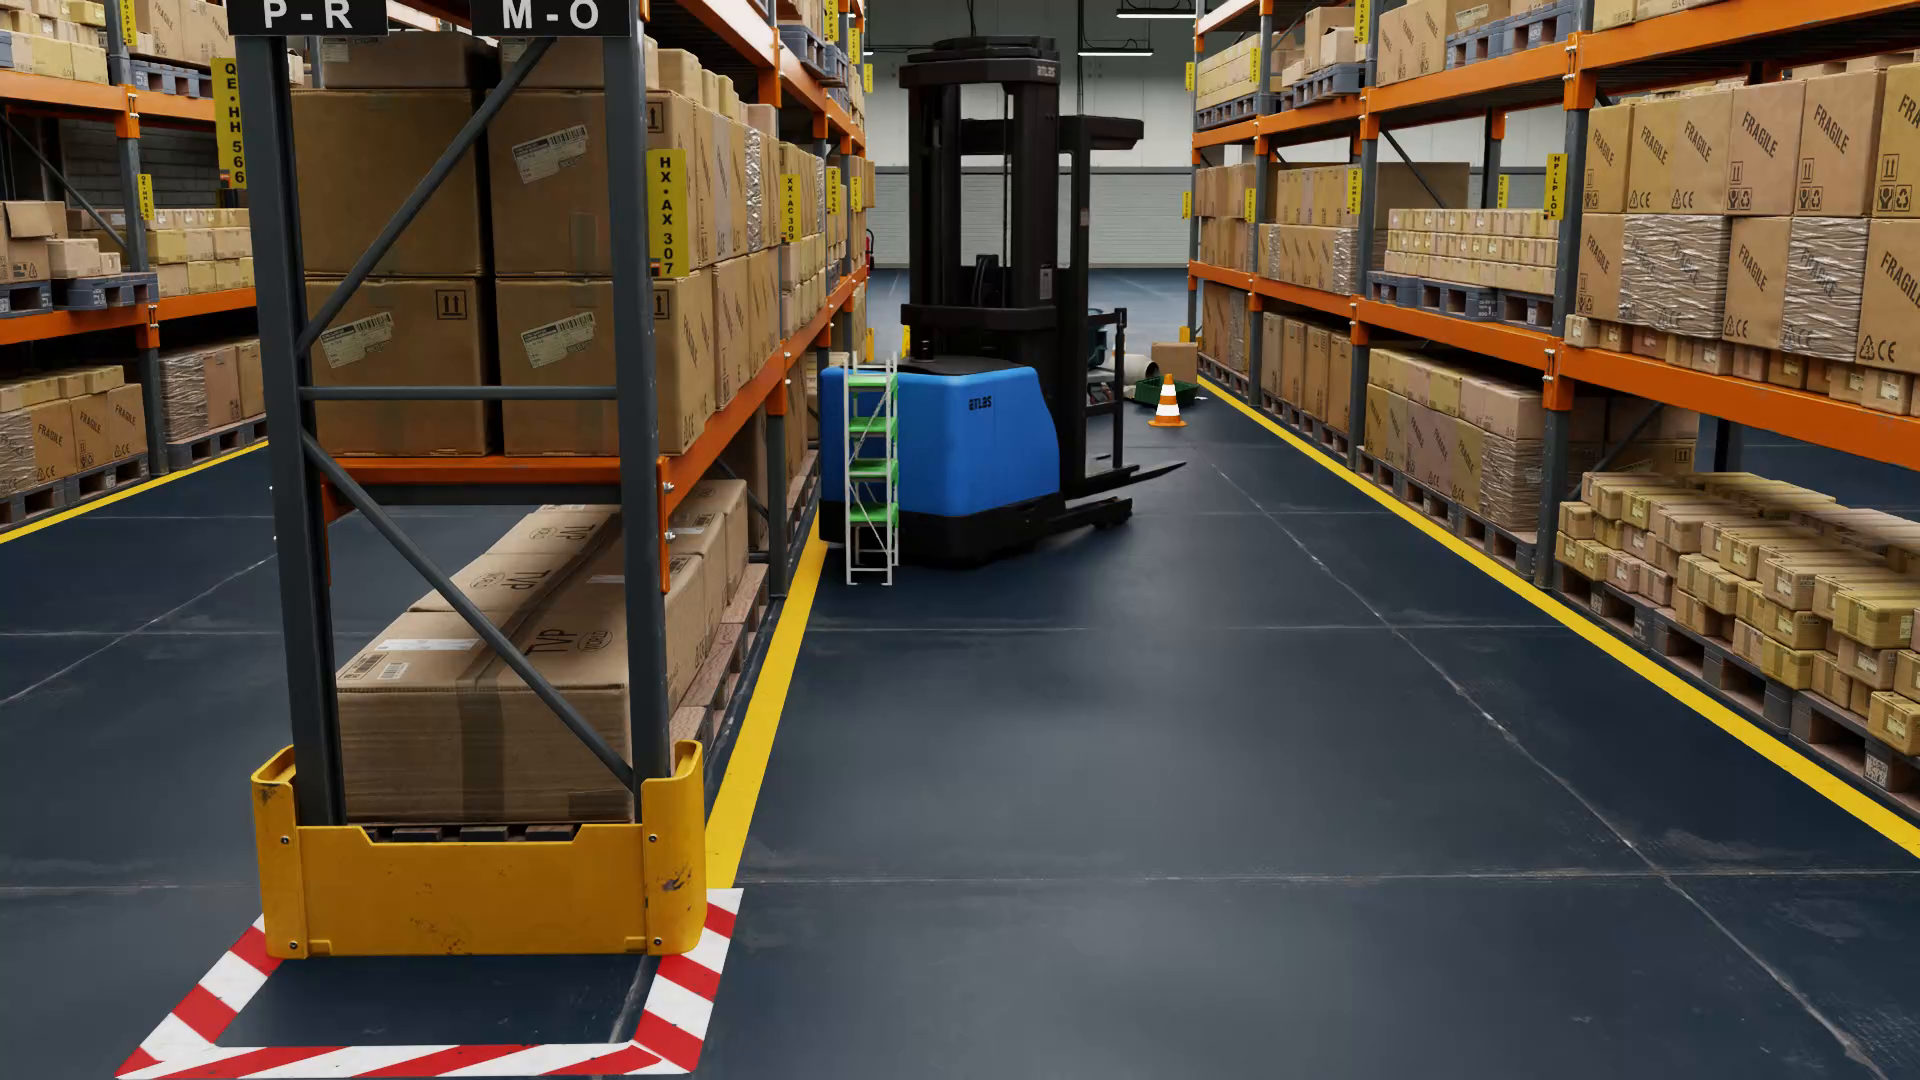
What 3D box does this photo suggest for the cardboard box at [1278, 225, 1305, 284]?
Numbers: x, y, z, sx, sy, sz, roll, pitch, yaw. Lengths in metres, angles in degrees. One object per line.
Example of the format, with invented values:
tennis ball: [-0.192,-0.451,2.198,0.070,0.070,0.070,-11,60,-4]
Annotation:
cardboard box: [3.149,-2.550,14.832,0.500,0.500,0.500,0,11,-1]

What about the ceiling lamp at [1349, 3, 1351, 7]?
ceiling lamp: [11.165,-14.473,44.083,2.000,3.185,0.800,0,11,-1]

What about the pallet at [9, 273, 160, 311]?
pallet: [-6.354,-1.721,11.481,1.213,0.211,1.003,0,11,-1]

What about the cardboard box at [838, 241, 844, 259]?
cardboard box: [-1.234,-2.593,14.872,0.380,0.149,0.250,0,11,-1]

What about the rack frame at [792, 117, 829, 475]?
rack frame: [-1.475,-1.971,12.228,1.000,3.000,0.127,0,11,-1]

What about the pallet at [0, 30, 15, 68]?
pallet: [-6.323,-2.868,9.582,1.213,0.211,1.003,0,11,-1]

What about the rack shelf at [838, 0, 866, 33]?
rack shelf: [-1.599,-5.749,17.583,1.077,0.370,4.000,0,11,-1]

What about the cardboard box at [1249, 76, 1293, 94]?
cardboard box: [3.062,-4.479,16.373,0.380,0.149,0.250,0,11,-1]

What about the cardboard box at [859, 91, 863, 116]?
cardboard box: [-1.336,-4.800,18.257,0.500,0.250,0.500,0,11,0]

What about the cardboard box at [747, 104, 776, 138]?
cardboard box: [-1.068,-1.973,7.840,0.380,0.149,0.250,0,11,-2]

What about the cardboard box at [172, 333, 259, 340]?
cardboard box: [-6.490,-1.529,14.966,0.875,0.625,0.625,0,11,-2]

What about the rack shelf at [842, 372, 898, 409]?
rack shelf: [-0.476,-0.805,8.916,0.258,0.148,0.480,0,11,2]

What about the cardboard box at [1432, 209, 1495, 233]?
cardboard box: [3.308,-2.084,10.867,0.380,0.149,0.250,0,11,1]

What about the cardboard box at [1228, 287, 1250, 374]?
cardboard box: [3.423,-2.275,18.017,0.875,0.875,0.875,0,11,-1]

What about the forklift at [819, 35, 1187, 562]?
forklift: [0.440,-1.556,10.359,1.130,2.935,3.031,8,14,35]

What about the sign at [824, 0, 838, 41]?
sign: [-0.920,-3.734,11.874,0.100,0.325,0.005,0,11,-1]

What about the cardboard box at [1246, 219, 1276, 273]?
cardboard box: [3.369,-2.953,16.693,0.875,0.550,0.550,0,11,-1]

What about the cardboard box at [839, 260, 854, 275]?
cardboard box: [-1.244,-2.707,16.488,0.380,0.149,0.250,0,11,-1]

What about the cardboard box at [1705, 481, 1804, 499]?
cardboard box: [3.867,-0.196,8.098,0.380,0.149,0.250,0,11,0]

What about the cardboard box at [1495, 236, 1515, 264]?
cardboard box: [3.329,-1.679,9.617,0.380,0.149,0.250,-1,11,-3]

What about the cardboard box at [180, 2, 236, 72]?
cardboard box: [-6.230,-4.071,13.476,0.500,0.500,0.500,0,11,0]

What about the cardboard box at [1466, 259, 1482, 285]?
cardboard box: [3.318,-1.636,10.153,0.380,0.149,0.250,0,11,1]

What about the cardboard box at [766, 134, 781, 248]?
cardboard box: [-1.107,-1.622,7.743,0.500,0.500,0.500,0,11,-2]

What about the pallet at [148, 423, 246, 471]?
pallet: [-6.416,-0.747,13.209,1.003,0.211,1.213,0,11,-1]

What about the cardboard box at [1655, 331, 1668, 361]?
cardboard box: [3.370,-0.877,7.471,0.380,0.149,0.250,-1,11,-4]

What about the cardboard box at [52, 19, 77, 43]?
cardboard box: [-6.204,-3.420,11.204,0.380,0.149,0.250,-1,11,-2]

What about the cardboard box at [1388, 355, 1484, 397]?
cardboard box: [3.254,-1.121,11.383,0.500,0.250,0.500,0,11,-2]

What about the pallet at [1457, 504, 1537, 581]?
pallet: [3.537,-0.004,9.549,1.003,0.211,1.213,0,11,-1]

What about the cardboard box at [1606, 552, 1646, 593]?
cardboard box: [3.303,0.151,7.884,0.380,0.149,0.250,0,11,-1]

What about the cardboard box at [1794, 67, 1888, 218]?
cardboard box: [3.348,-1.400,5.899,0.500,0.500,0.500,0,11,2]

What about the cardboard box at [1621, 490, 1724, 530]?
cardboard box: [3.355,-0.142,7.831,0.380,0.149,0.250,0,11,-2]

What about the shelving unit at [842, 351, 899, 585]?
shelving unit: [-0.476,-0.397,8.999,0.258,1.200,0.503,0,11,2]

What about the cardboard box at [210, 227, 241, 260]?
cardboard box: [-6.205,-2.414,13.533,0.500,0.250,0.500,-1,11,-3]

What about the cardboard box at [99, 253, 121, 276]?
cardboard box: [-6.041,-1.903,11.472,0.380,0.149,0.250,0,11,0]

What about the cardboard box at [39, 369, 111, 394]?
cardboard box: [-6.138,-1.097,11.521,0.380,0.149,0.250,-1,11,-4]

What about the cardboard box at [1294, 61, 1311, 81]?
cardboard box: [3.158,-4.128,14.644,0.380,0.149,0.250,0,11,-1]

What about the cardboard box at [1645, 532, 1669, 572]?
cardboard box: [3.380,0.055,7.610,0.380,0.149,0.250,-1,11,-4]

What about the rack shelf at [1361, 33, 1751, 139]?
rack shelf: [3.513,-2.731,10.241,1.077,0.370,4.000,0,11,-1]

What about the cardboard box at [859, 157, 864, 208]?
cardboard box: [-1.339,-3.641,16.945,0.700,0.500,0.500,0,11,-1]

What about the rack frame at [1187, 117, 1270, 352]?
rack frame: [3.306,-3.601,20.266,1.000,3.000,0.127,0,11,-1]

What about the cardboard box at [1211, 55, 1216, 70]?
cardboard box: [3.015,-5.324,18.532,0.380,0.149,0.250,0,11,-2]

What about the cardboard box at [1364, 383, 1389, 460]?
cardboard box: [3.231,-0.850,11.936,0.500,0.500,0.500,-1,11,-4]

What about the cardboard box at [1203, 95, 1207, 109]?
cardboard box: [3.003,-5.033,19.104,0.380,0.149,0.250,0,11,-1]

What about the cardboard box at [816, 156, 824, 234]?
cardboard box: [-1.184,-2.306,11.115,0.500,0.500,0.500,0,11,0]

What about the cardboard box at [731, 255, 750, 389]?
cardboard box: [-1.091,-0.827,6.340,0.500,0.500,0.500,0,11,1]

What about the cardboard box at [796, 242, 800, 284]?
cardboard box: [-1.159,-1.539,9.222,0.500,0.250,0.500,0,11,0]

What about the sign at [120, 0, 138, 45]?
sign: [-5.895,-3.675,11.784,0.100,0.325,0.005,0,11,-1]

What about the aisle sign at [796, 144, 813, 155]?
aisle sign: [-1.952,-4.846,19.863,0.394,0.787,0.004,0,11,-1]

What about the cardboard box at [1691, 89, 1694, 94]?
cardboard box: [8.104,-4.778,17.895,0.380,0.149,0.250,-1,11,-3]

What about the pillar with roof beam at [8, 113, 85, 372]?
pillar with roof beam: [-3.062,-5.163,12.874,9.100,9.000,0.400,0,11,-1]

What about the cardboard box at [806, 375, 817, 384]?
cardboard box: [-1.500,-1.148,13.725,0.950,0.372,0.625,0,11,-2]

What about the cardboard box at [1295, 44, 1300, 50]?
cardboard box: [3.698,-5.075,17.305,0.380,0.149,0.250,0,11,-1]
